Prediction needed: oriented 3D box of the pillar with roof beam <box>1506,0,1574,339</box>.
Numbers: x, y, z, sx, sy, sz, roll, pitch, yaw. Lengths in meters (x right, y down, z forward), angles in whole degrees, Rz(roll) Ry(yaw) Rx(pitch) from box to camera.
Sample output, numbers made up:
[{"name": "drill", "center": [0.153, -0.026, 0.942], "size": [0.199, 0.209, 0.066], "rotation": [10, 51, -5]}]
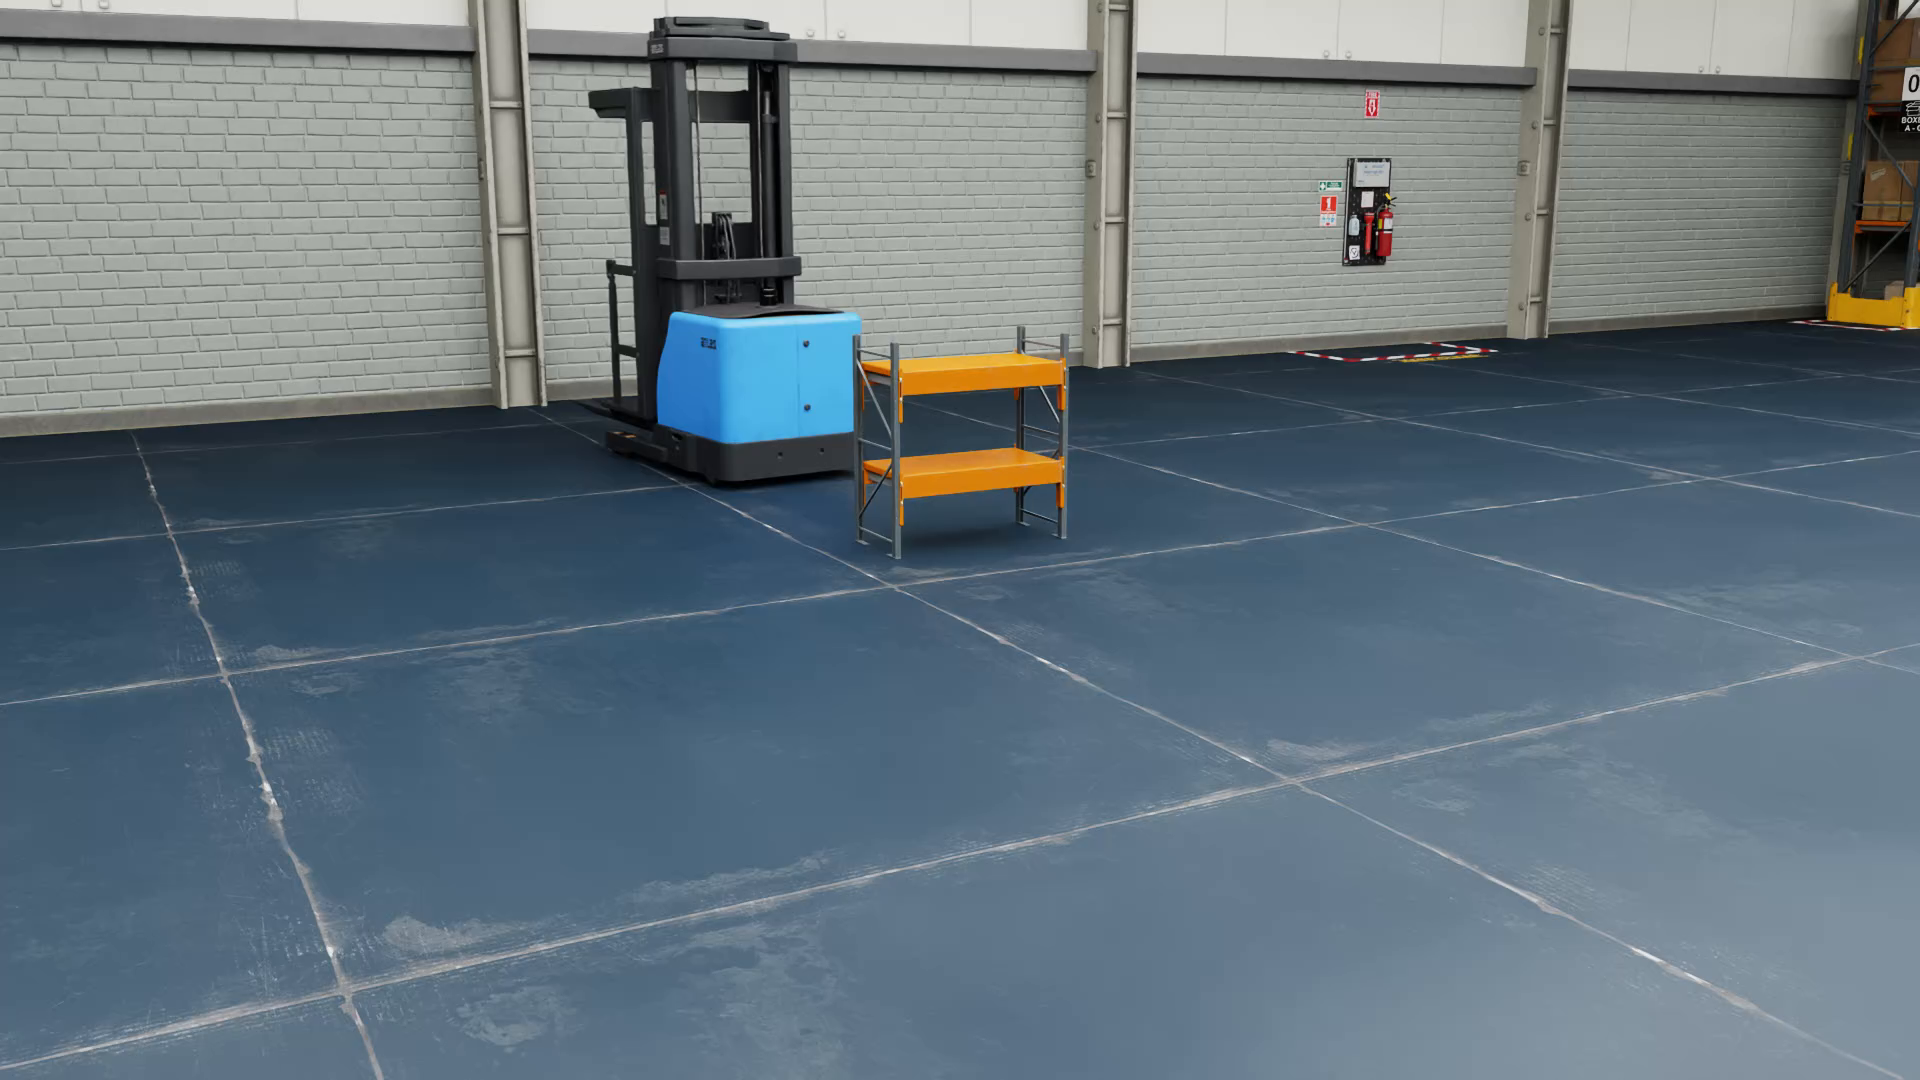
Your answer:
[{"name": "pillar with roof beam", "center": [8.826, -5.980, 15.185], "size": [0.400, 9.000, 9.100], "rotation": [-7, 14, -28]}]

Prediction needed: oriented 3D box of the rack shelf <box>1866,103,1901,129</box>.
[{"name": "rack shelf", "center": [13.585, -5.596, 21.952], "size": [4.000, 0.370, 1.077], "rotation": [-7, 14, -28]}]

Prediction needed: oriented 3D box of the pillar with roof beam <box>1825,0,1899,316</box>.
[{"name": "pillar with roof beam", "center": [14.092, -6.611, 17.990], "size": [0.400, 9.000, 9.100], "rotation": [-7, 14, -28]}]

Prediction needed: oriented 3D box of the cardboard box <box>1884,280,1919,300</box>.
[{"name": "cardboard box", "center": [12.480, -3.232, 21.760], "size": [0.500, 0.311, 0.500], "rotation": [-9, 15, -34]}]

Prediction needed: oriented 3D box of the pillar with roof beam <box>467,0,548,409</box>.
[{"name": "pillar with roof beam", "center": [-1.707, -4.718, 9.576], "size": [0.400, 9.000, 9.100], "rotation": [-7, 14, -28]}]

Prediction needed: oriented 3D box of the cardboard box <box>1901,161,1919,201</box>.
[{"name": "cardboard box", "center": [12.392, -4.568, 21.165], "size": [0.500, 0.500, 0.500], "rotation": [-7, 14, -28]}]

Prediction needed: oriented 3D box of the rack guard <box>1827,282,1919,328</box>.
[{"name": "rack guard", "center": [11.896, -3.062, 21.577], "size": [0.348, 0.500, 1.175], "rotation": [-7, 14, -28]}]

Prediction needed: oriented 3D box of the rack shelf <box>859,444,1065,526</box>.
[{"name": "rack shelf", "center": [0.006, -0.311, 9.043], "size": [1.000, 0.278, 0.538], "rotation": [-7, 14, -28]}]

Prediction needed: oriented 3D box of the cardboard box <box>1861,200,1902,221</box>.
[{"name": "cardboard box", "center": [12.147, -4.297, 21.666], "size": [0.500, 0.250, 0.500], "rotation": [-7, 14, -27]}]

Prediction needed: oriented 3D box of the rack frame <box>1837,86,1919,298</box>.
[{"name": "rack frame", "center": [11.829, -4.274, 21.267], "size": [0.127, 3.000, 1.000], "rotation": [-7, 14, -28]}]

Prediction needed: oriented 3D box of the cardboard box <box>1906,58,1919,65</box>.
[{"name": "cardboard box", "center": [12.243, -5.783, 20.867], "size": [0.500, 0.500, 0.500], "rotation": [-6, 14, -26]}]

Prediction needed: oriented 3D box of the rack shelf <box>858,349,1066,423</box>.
[{"name": "rack shelf", "center": [0.006, -0.835, 8.925], "size": [1.000, 0.278, 0.538], "rotation": [-7, 14, -28]}]

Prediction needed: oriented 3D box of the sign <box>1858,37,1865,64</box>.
[{"name": "sign", "center": [11.581, -6.278, 21.325], "size": [0.005, 0.325, 0.100], "rotation": [-7, 14, -28]}]

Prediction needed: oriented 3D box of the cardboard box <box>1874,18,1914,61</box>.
[{"name": "cardboard box", "center": [12.083, -6.379, 21.240], "size": [0.500, 0.500, 0.500], "rotation": [-6, 14, -25]}]

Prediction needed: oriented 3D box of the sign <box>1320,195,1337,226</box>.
[{"name": "sign", "center": [4.041, -3.609, 18.234], "size": [0.234, 0.329, 0.001], "rotation": [-7, 14, -28]}]

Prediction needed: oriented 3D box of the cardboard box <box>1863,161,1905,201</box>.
[{"name": "cardboard box", "center": [12.141, -4.667, 21.601], "size": [0.500, 0.500, 0.500], "rotation": [-7, 14, -28]}]

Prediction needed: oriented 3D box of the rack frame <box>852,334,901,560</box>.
[{"name": "rack frame", "center": [-0.440, -0.496, 8.751], "size": [0.032, 1.125, 0.500], "rotation": [-7, 14, -28]}]

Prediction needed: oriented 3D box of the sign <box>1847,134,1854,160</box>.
[{"name": "sign", "center": [11.581, -5.102, 21.590], "size": [0.005, 0.325, 0.100], "rotation": [-7, 14, -28]}]

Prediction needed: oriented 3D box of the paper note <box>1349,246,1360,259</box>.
[{"name": "paper note", "center": [4.387, -3.195, 18.481], "size": [0.142, 0.148, 0.016], "rotation": [-7, 14, -28]}]

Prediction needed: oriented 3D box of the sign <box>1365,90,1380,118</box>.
[{"name": "sign", "center": [4.521, -4.779, 18.235], "size": [0.199, 0.298, 0.001], "rotation": [-7, 14, -28]}]

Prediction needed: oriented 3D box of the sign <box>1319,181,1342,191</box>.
[{"name": "sign", "center": [4.049, -3.867, 18.170], "size": [0.331, 0.109, 0.001], "rotation": [-7, 14, -28]}]

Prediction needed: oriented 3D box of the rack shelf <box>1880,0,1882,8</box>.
[{"name": "rack shelf", "center": [13.585, -7.058, 21.623], "size": [4.000, 0.370, 1.077], "rotation": [-7, 14, -28]}]

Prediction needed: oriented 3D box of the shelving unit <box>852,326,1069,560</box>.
[{"name": "shelving unit", "center": [0.006, -0.549, 8.989], "size": [1.048, 1.125, 0.538], "rotation": [-7, 14, -28]}]

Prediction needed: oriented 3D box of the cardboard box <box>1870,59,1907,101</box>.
[{"name": "cardboard box", "center": [12.074, -5.888, 21.336], "size": [0.500, 0.500, 0.500], "rotation": [-6, 14, -24]}]

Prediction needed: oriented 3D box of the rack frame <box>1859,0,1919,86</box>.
[{"name": "rack frame", "center": [11.829, -7.200, 20.608], "size": [0.127, 3.000, 1.000], "rotation": [-7, 14, -28]}]

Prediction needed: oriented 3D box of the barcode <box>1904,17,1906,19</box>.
[{"name": "barcode", "center": [12.213, -6.737, 21.511], "size": [0.075, 0.075, 0.001], "rotation": [-7, 14, -28]}]

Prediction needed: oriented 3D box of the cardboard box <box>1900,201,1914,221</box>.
[{"name": "cardboard box", "center": [12.410, -4.200, 21.238], "size": [0.500, 0.250, 0.500], "rotation": [-7, 15, -29]}]

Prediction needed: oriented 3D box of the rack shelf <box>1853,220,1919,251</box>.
[{"name": "rack shelf", "center": [13.585, -4.133, 22.281], "size": [4.000, 0.370, 1.077], "rotation": [-7, 14, -28]}]

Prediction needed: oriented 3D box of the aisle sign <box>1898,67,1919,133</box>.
[{"name": "aisle sign", "center": [11.910, -5.477, 20.691], "size": [0.004, 0.787, 0.394], "rotation": [-7, 14, -28]}]

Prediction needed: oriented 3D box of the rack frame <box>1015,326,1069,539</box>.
[{"name": "rack frame", "center": [0.452, -0.603, 9.226], "size": [0.032, 1.125, 0.500], "rotation": [-7, 14, -28]}]

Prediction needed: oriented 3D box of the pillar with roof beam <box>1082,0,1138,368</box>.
[{"name": "pillar with roof beam", "center": [3.559, -5.349, 12.380], "size": [0.400, 9.000, 9.100], "rotation": [-7, 14, -28]}]

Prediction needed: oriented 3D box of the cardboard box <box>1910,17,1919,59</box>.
[{"name": "cardboard box", "center": [12.284, -6.277, 20.787], "size": [0.500, 0.500, 0.500], "rotation": [-8, 15, -32]}]

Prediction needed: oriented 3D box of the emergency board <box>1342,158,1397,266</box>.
[{"name": "emergency board", "center": [4.576, -3.630, 18.408], "size": [0.643, 1.169, 0.194], "rotation": [-7, 14, -28]}]

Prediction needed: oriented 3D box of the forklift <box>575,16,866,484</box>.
[{"name": "forklift", "center": [-1.862, -2.056, 11.569], "size": [1.130, 2.935, 3.031], "rotation": [-8, 15, -33]}]
